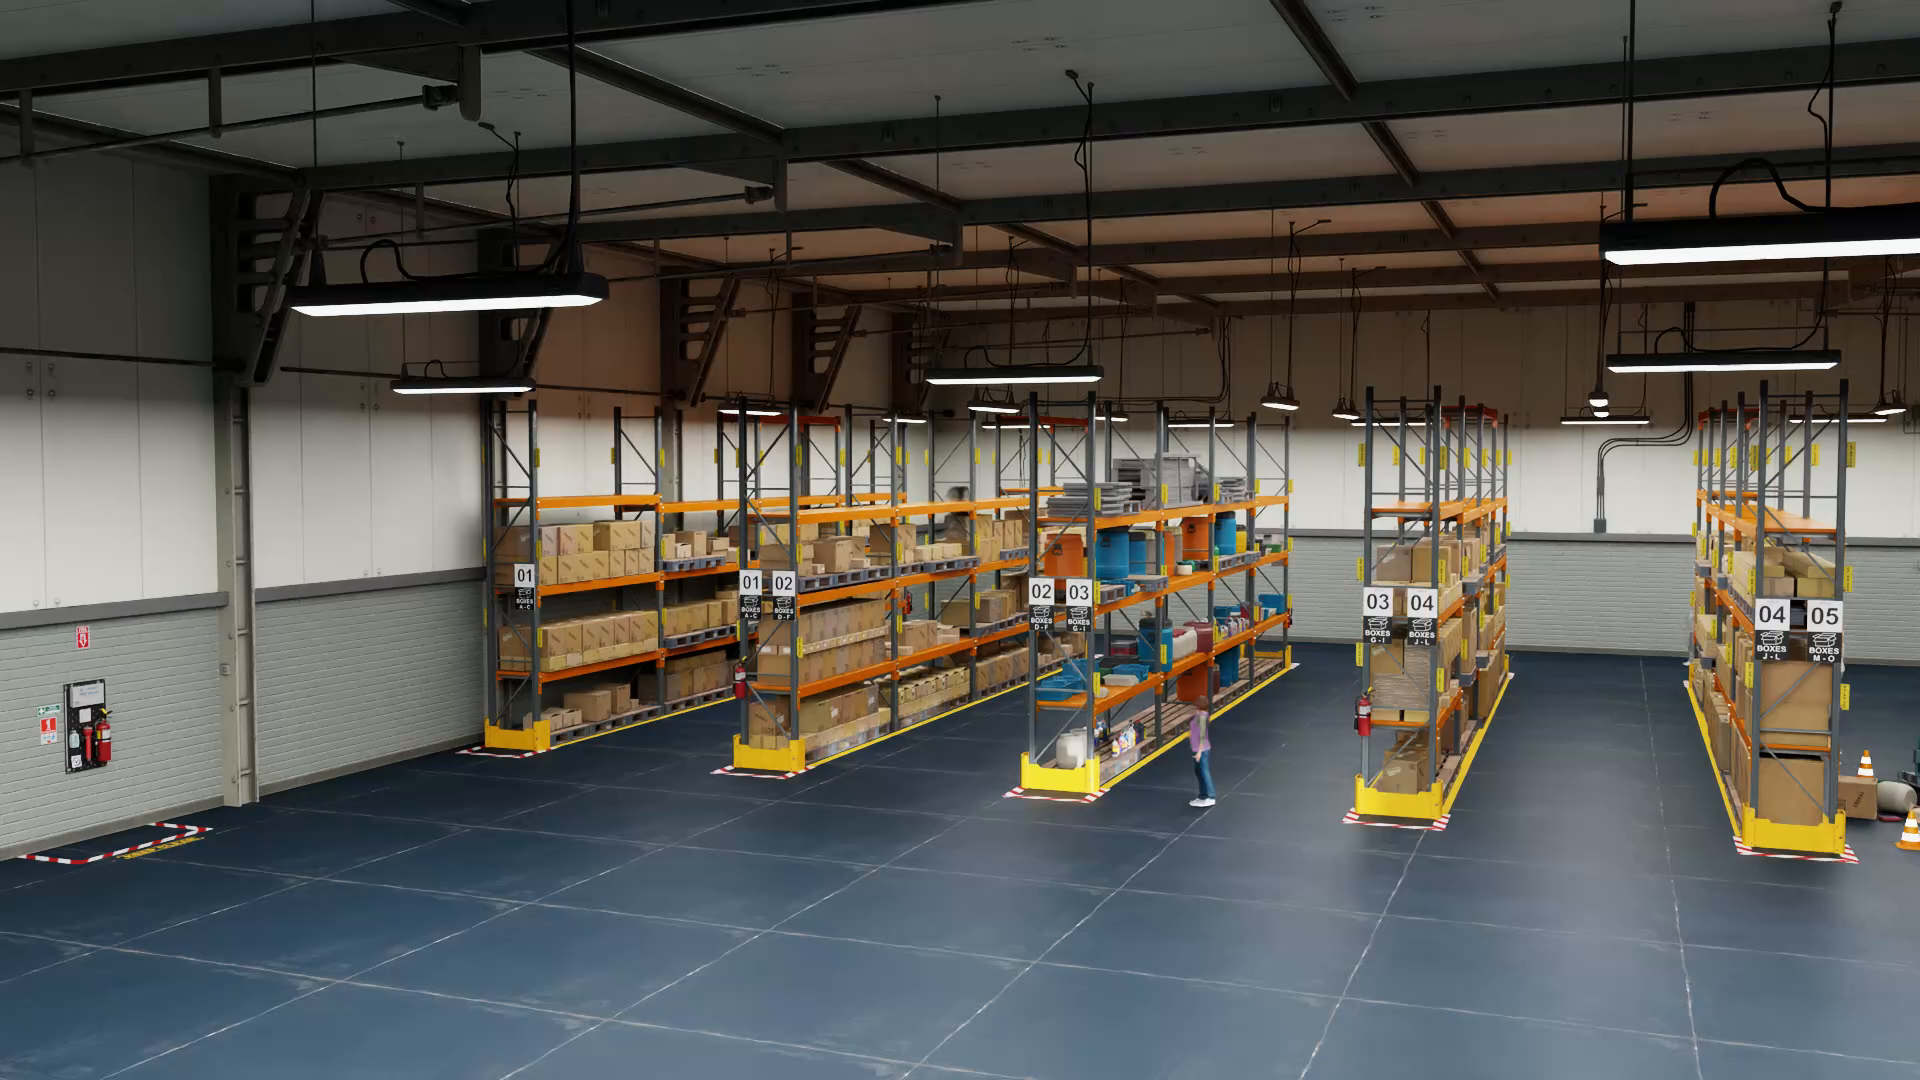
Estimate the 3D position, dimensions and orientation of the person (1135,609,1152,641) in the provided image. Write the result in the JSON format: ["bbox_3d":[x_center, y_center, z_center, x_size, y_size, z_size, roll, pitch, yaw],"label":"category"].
[{"bbox_3d":[4.067,2.356,36.795,0.476,1.640,0.983,1,3,18],"label":"person"}]

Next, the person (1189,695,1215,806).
[{"bbox_3d":[3.473,3.031,23.871,0.394,1.619,0.501,0,3,-9],"label":"person"}]

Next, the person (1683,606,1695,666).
[{"bbox_3d":[17.686,2.230,39.918,0.572,1.581,0.432,0,3,-9],"label":"person"}]

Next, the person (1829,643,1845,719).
[{"bbox_3d":[16.787,2.547,32.001,0.610,1.785,0.427,-2,4,-37],"label":"person"}]
